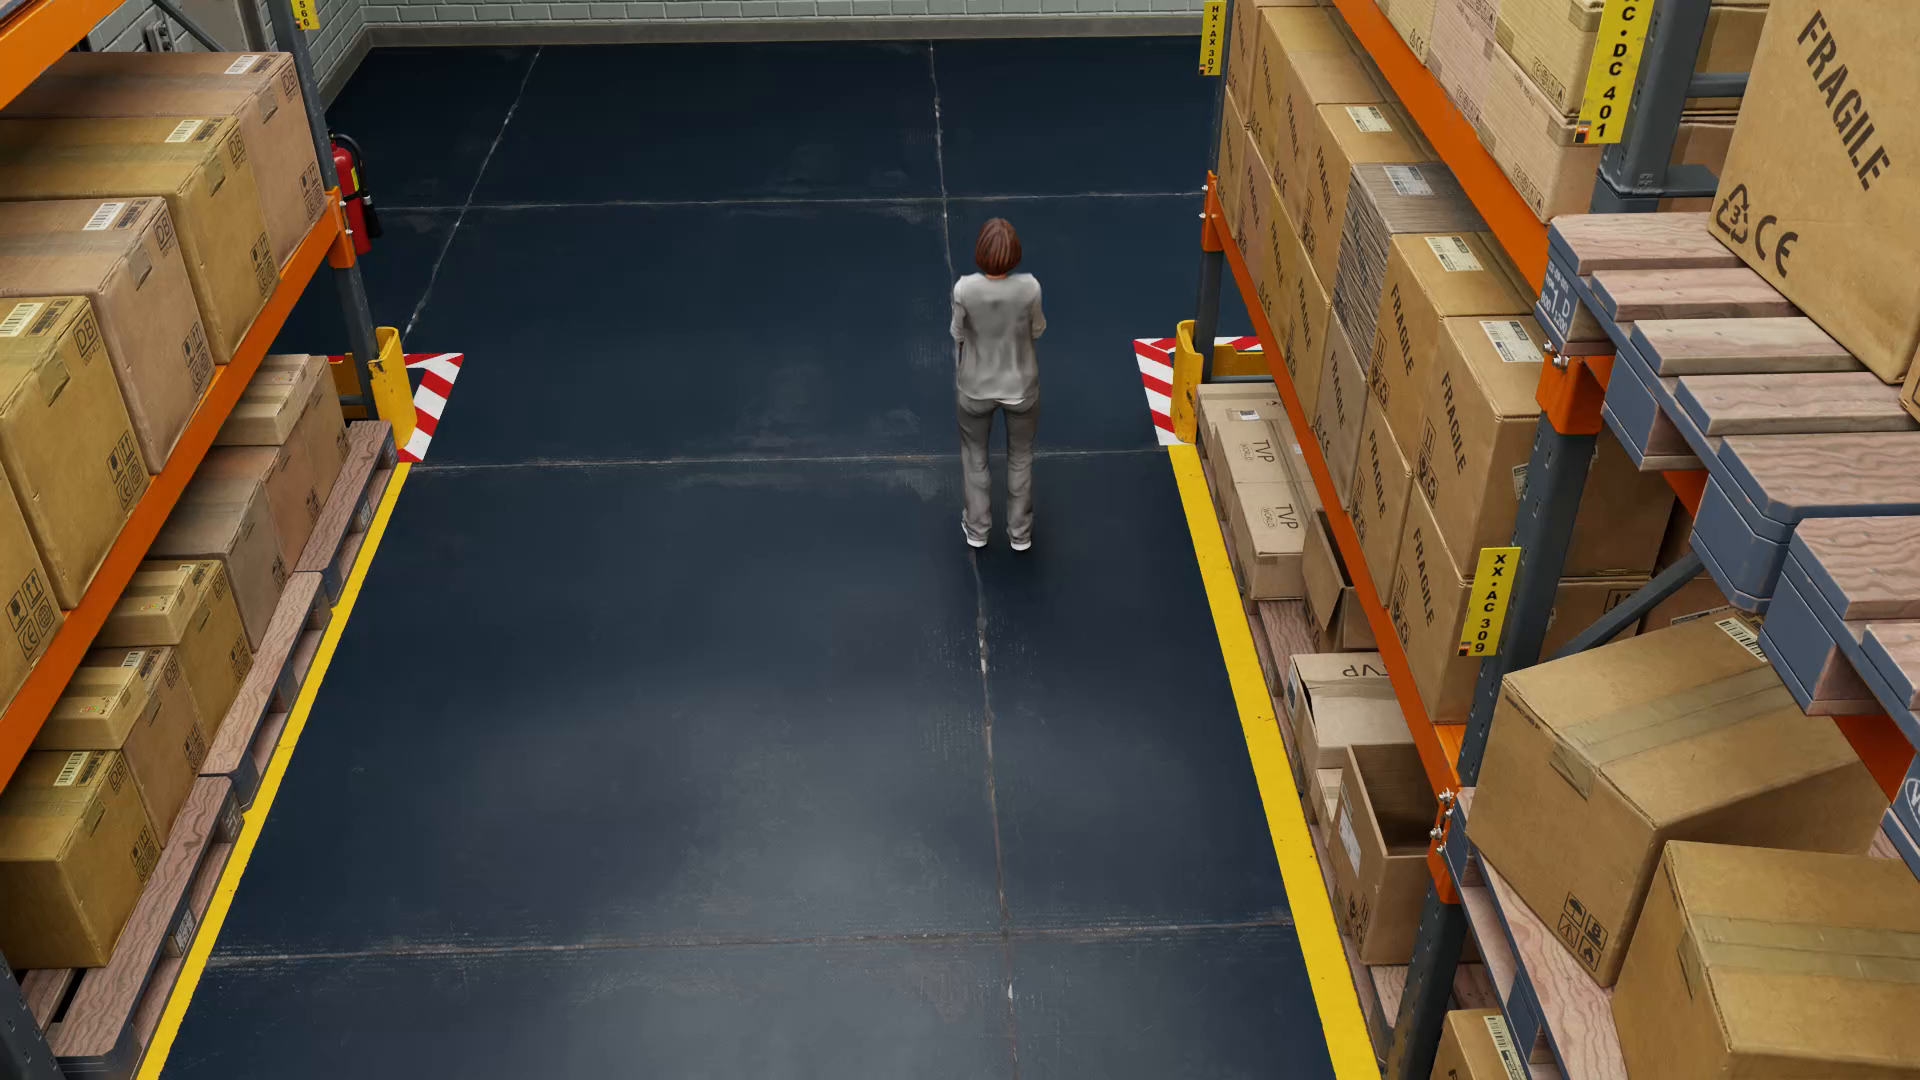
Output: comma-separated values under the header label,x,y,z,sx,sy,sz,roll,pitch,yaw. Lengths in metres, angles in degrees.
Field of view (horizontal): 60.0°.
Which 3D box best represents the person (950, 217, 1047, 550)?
label,x,y,z,sx,sy,sz,roll,pitch,yaw
person,0.160,-0.690,7.120,0.405,1.594,0.489,-1,36,-1
